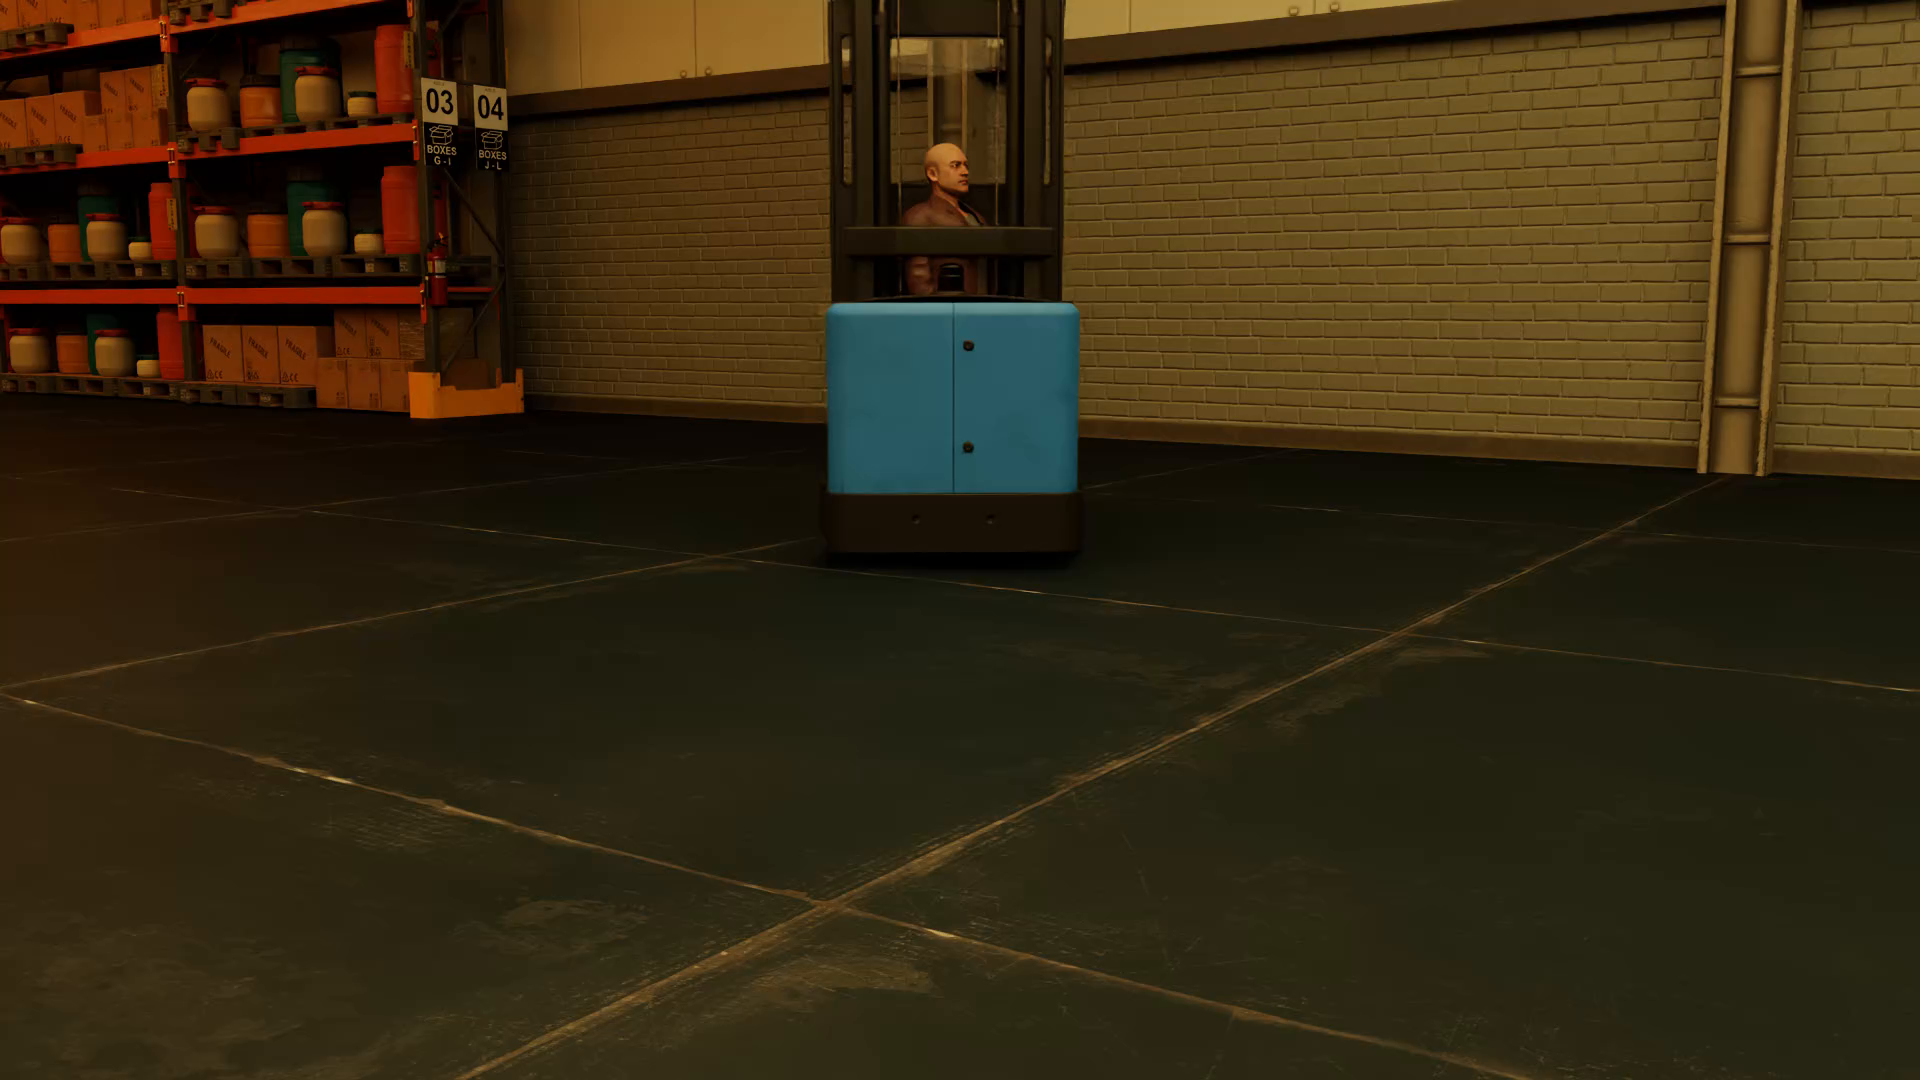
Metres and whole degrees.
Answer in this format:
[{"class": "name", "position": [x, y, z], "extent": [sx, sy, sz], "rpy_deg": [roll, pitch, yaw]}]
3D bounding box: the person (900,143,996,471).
[{"class": "person", "position": [0.067, -0.912, 7.431], "extent": [0.543, 1.700, 0.553], "rpy_deg": [5, 10, 34]}]

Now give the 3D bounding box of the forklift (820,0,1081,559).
[{"class": "forklift", "position": [-0.071, -1.541, 8.032], "extent": [1.130, 2.935, 3.031], "rpy_deg": [0, 8, -2]}]
